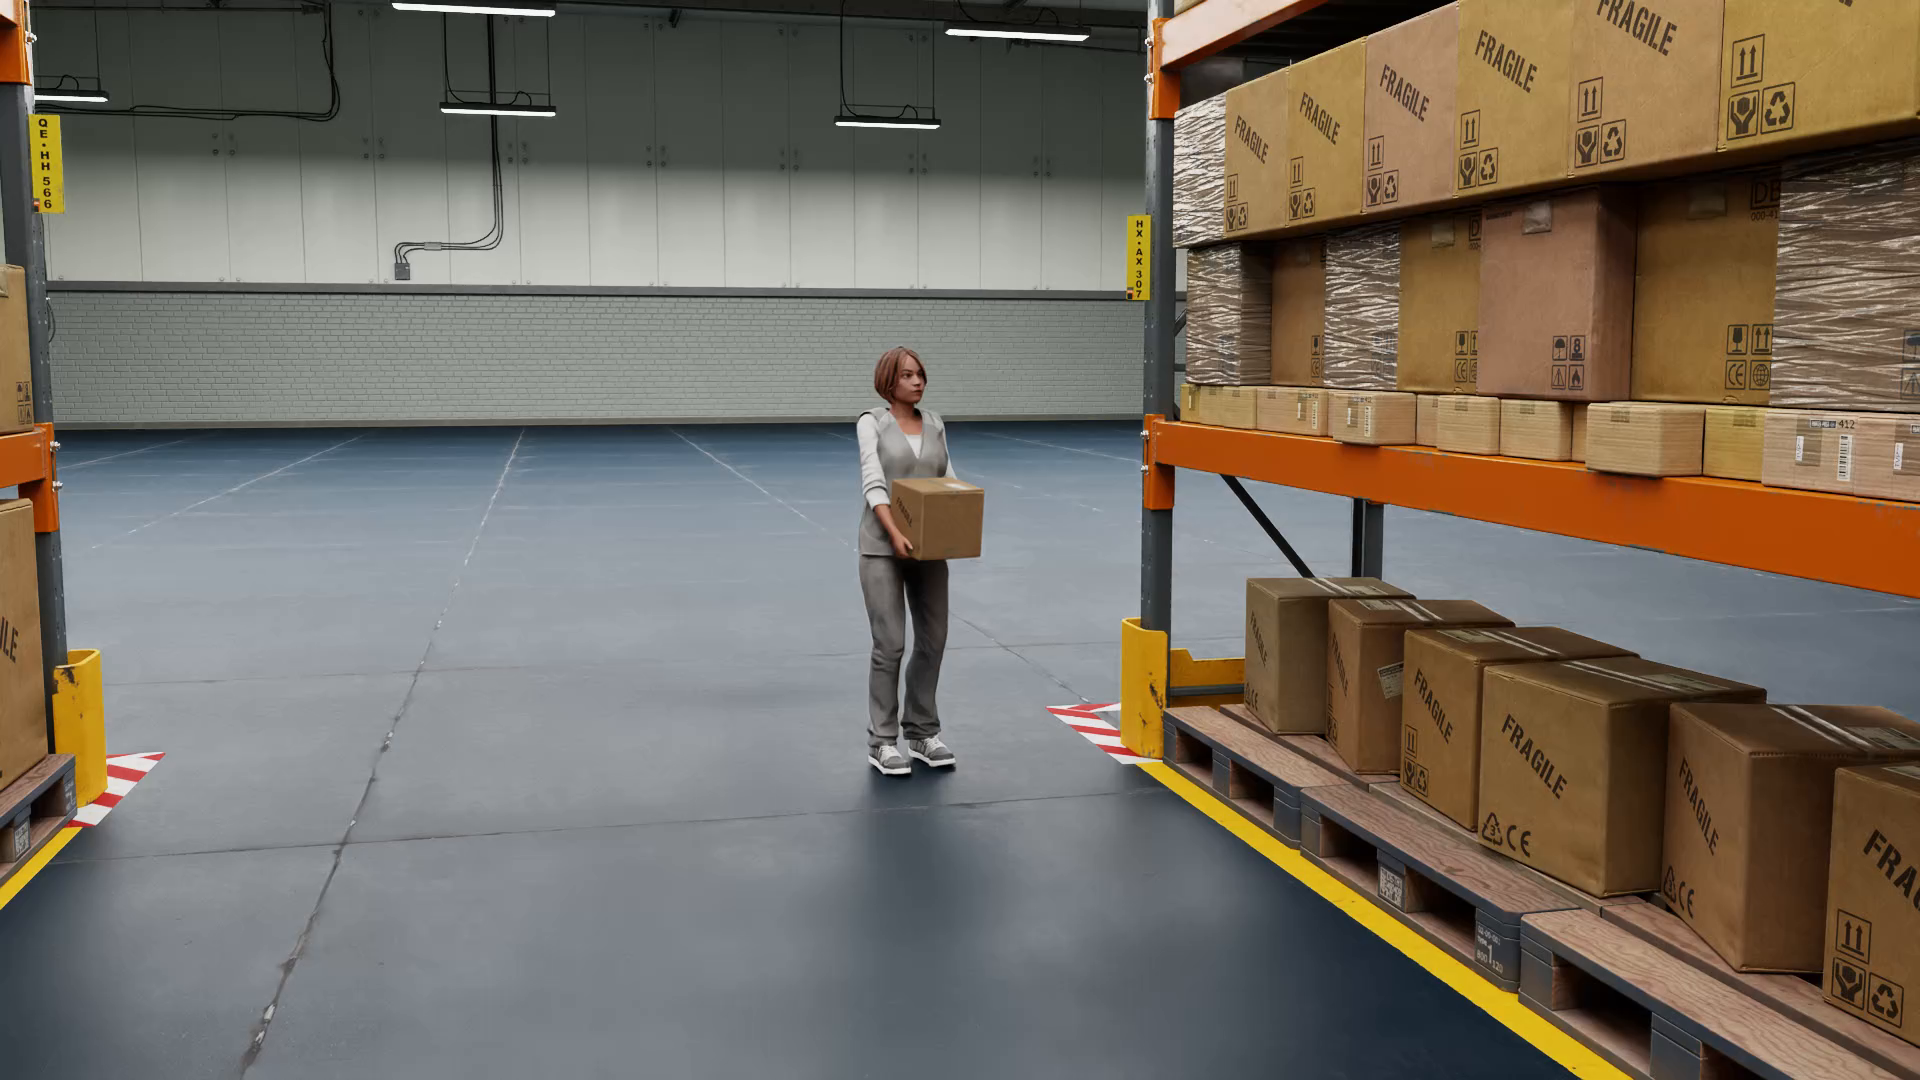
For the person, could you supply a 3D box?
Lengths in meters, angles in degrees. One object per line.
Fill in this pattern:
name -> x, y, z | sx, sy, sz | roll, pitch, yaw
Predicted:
person -> -0.170, 0.077, 6.213 | 0.404, 1.591, 0.495 | -3, 7, -28
